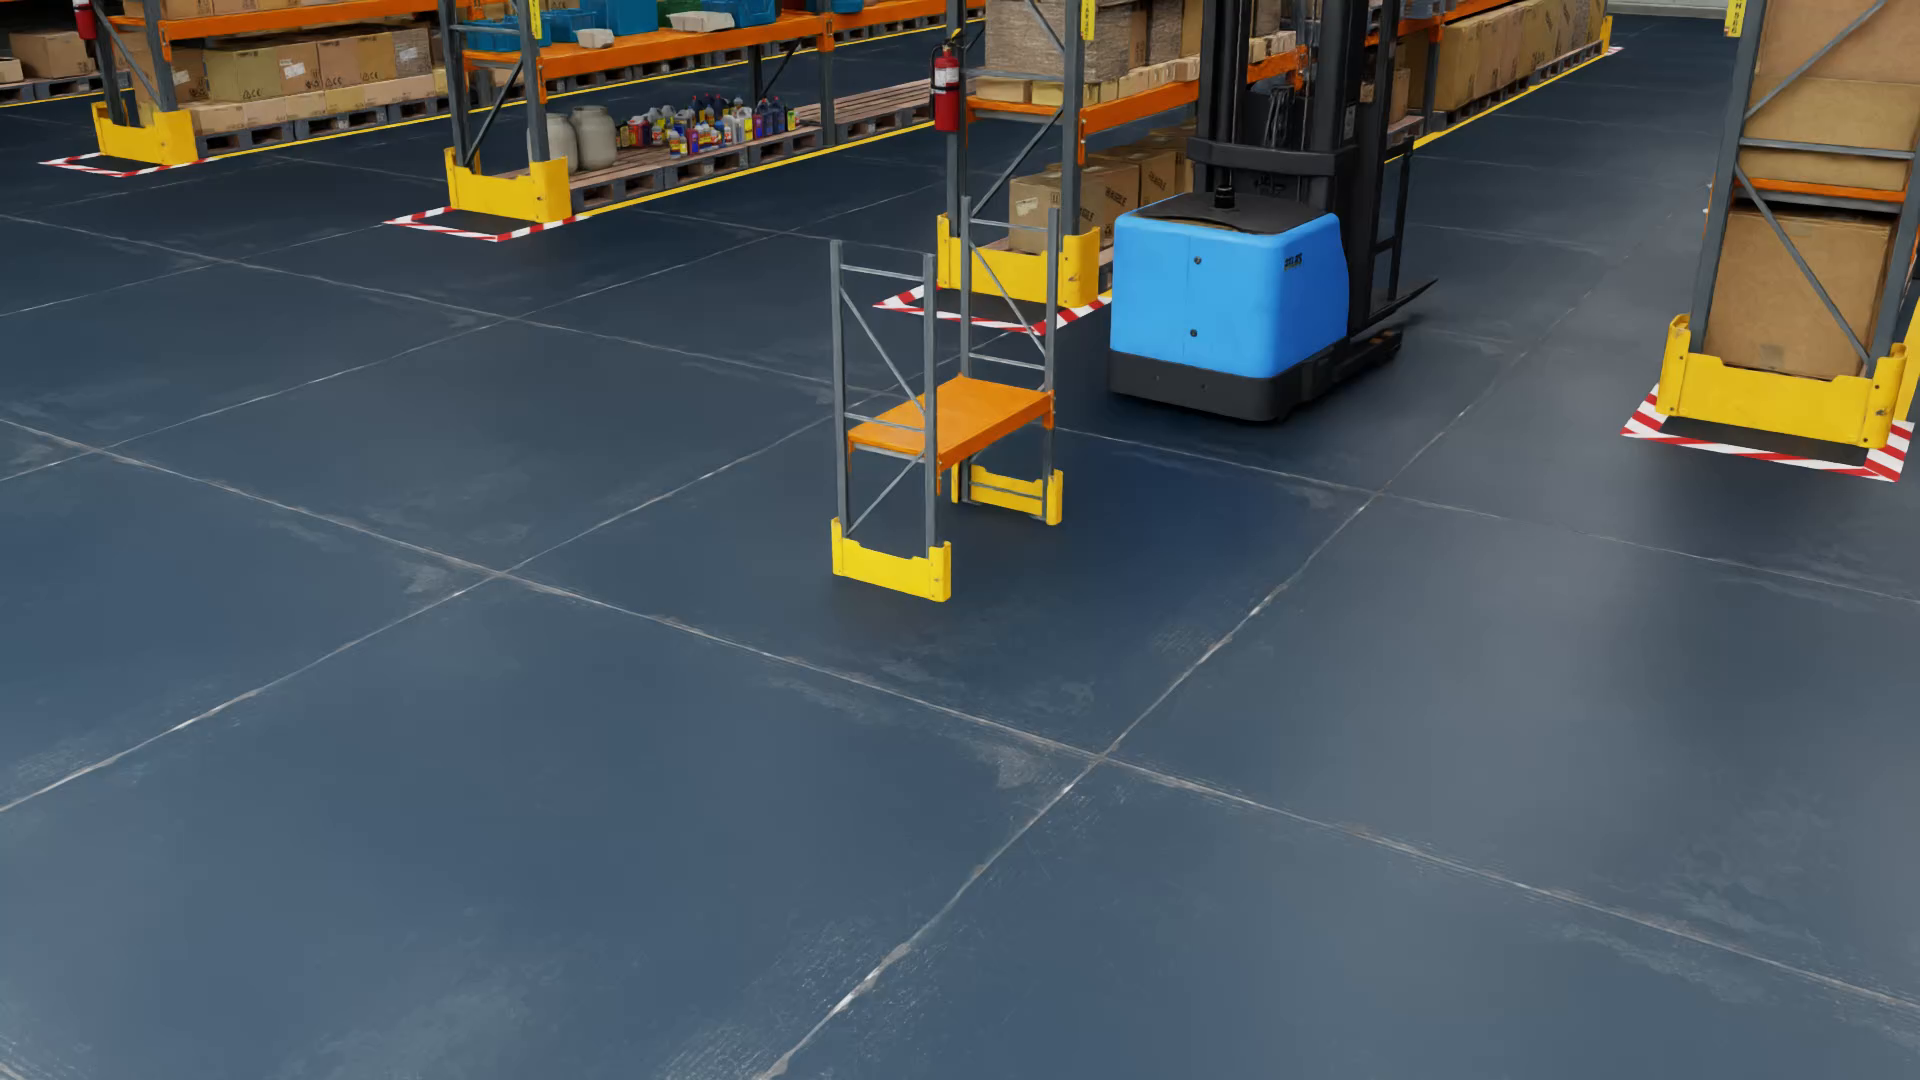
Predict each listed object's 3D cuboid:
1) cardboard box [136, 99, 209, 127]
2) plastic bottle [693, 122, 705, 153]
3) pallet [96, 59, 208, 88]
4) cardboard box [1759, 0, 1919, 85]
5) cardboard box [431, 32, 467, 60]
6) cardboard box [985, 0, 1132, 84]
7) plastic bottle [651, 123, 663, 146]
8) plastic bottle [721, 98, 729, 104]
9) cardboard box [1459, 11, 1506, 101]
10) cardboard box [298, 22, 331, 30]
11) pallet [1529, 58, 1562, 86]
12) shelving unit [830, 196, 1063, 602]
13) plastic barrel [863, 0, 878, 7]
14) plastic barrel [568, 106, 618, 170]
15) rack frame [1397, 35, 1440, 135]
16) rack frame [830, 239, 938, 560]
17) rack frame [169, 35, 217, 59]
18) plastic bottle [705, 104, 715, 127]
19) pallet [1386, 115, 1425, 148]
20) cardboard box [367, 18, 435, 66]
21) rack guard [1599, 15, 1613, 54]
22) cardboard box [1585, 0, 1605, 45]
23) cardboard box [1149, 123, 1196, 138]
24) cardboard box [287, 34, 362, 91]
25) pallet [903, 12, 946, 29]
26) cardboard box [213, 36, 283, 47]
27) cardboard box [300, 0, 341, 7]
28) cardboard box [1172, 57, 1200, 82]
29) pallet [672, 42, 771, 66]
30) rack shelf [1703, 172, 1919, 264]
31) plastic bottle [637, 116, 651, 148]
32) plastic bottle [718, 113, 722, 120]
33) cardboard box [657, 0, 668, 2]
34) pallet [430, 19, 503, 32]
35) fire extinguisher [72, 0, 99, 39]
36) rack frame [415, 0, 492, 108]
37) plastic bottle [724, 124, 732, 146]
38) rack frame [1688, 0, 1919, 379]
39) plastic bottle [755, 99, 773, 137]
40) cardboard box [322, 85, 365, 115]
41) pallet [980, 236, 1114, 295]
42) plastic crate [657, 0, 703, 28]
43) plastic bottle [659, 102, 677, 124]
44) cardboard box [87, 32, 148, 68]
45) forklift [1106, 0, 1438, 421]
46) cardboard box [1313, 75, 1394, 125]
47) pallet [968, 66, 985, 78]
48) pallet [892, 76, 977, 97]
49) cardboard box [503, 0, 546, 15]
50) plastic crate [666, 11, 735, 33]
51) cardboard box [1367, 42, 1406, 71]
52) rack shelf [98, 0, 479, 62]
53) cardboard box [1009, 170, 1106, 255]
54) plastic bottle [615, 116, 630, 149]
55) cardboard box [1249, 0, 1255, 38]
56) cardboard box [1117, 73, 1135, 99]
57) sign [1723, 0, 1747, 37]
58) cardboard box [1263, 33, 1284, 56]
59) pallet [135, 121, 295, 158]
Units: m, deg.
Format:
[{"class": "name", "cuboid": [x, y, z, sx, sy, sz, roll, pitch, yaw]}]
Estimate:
[{"class": "cardboard box", "cuboid": [-8.020, -4.366, 16.991, 0.500, 0.250, 0.500, 14, 27, 29]}, {"class": "plastic bottle", "cuboid": [-2.444, -3.765, 15.551, 0.097, 0.271, 0.097, 0, 23, 0]}, {"class": "pallet", "cuboid": [-10.476, -6.065, 21.494, 1.003, 0.211, 1.213, 14, 27, 29]}, {"class": "cardboard box", "cuboid": [4.751, -2.723, 8.715, 0.875, 0.550, 0.550, 14, 27, 29]}, {"class": "cardboard box", "cuboid": [-5.972, -5.927, 19.892, 0.500, 0.311, 0.500, 14, 27, 29]}, {"class": "cardboard box", "cuboid": [0.676, -3.477, 11.505, 0.875, 0.500, 0.500, 14, 27, 29]}, {"class": "plastic bottle", "cuboid": [-2.904, -3.888, 15.925, 0.097, 0.201, 0.097, 0, 23, 0]}, {"class": "plastic bottle", "cuboid": [-2.423, -4.324, 16.837, 0.152, 0.276, 0.135, 15, 28, 31]}, {"class": "cardboard box", "cuboid": [5.441, -5.560, 18.964, 1.225, 0.875, 0.875, 14, 27, 29]}, {"class": "cardboard box", "cuboid": [-9.245, -7.234, 23.277, 0.700, 0.500, 0.500, 14, 27, 30]}, {"class": "pallet", "cuboid": [7.160, -6.125, 21.634, 1.003, 0.211, 1.213, 14, 27, 29]}, {"class": "shelving unit", "cuboid": [-0.040, -0.663, 7.393, 0.587, 1.500, 1.083, 14, 27, 29]}, {"class": "plastic barrel", "cuboid": [-1.045, -5.842, 17.298, 0.433, 0.535, 0.433, 0, 23, 0]}, {"class": "plastic barrel", "cuboid": [-3.299, -3.611, 14.918, 0.421, 0.512, 0.421, 0, 23, 0]}, {"class": "rack frame", "cuboid": [4.582, -5.815, 17.406, 1.000, 3.000, 0.127, 14, 27, 29]}, {"class": "rack frame", "cuboid": [-0.313, -0.488, 6.989, 0.500, 1.500, 0.032, 14, 27, 29]}, {"class": "rack frame", "cuboid": [-10.152, -7.579, 21.481, 1.000, 3.000, 0.127, 14, 27, 29]}, {"class": "plastic bottle", "cuboid": [-2.488, -4.193, 16.540, 0.097, 0.271, 0.097, 0, 23, 0]}, {"class": "pallet", "cuboid": [4.169, -4.272, 17.351, 1.003, 0.211, 1.213, 14, 27, 29]}, {"class": "cardboard box", "cuboid": [-6.452, -5.726, 19.190, 0.500, 0.500, 0.500, 14, 27, 29]}, {"class": "rack guard", "cuboid": [8.815, -7.376, 24.158, 1.175, 0.500, 0.348, 14, 27, 29]}, {"class": "cardboard box", "cuboid": [8.532, -7.500, 23.444, 0.875, 0.875, 0.875, 14, 27, 29]}, {"class": "cardboard box", "cuboid": [1.932, -3.189, 13.958, 0.500, 0.500, 0.500, -18, 29, -36]}, {"class": "cardboard box", "cuboid": [-6.786, -5.107, 17.760, 0.500, 0.500, 0.500, 14, 27, 29]}, {"class": "pallet", "cuboid": [-0.716, -8.607, 27.367, 1.003, 0.211, 1.213, 14, 27, 29]}, {"class": "cardboard box", "cuboid": [-7.507, -5.051, 17.630, 0.500, 0.500, 0.500, 14, 27, 29]}, {"class": "cardboard box", "cuboid": [-6.980, -5.916, 17.513, 0.700, 0.500, 0.500, 15, 27, 31]}, {"class": "cardboard box", "cuboid": [1.589, -3.531, 12.448, 0.380, 0.149, 0.250, 14, 27, 29]}, {"class": "pallet", "cuboid": [-3.406, -6.856, 23.322, 1.003, 0.211, 1.213, 14, 27, 29]}, {"class": "rack shelf", "cuboid": [5.578, -2.386, 10.391, 1.077, 0.370, 4.000, 14, 27, 29]}, {"class": "plastic bottle", "cuboid": [-3.002, -3.877, 15.795, 0.061, 0.283, 0.133, 14, 27, 29]}, {"class": "plastic bottle", "cuboid": [-2.282, -3.974, 16.021, 0.061, 0.283, 0.133, 14, 27, 29]}, {"class": "cardboard box", "cuboid": [-5.451, -9.555, 28.665, 0.700, 0.500, 0.500, 14, 27, 30]}, {"class": "pallet", "cuboid": [-7.562, -7.899, 25.732, 1.003, 0.211, 1.213, 14, 27, 29]}, {"class": "fire extinguisher", "cuboid": [-8.509, -5.214, 16.115, 0.296, 0.674, 0.183, 14, 27, 29]}, {"class": "rack frame", "cuboid": [-5.942, -6.542, 19.086, 1.000, 3.000, 0.127, 14, 27, 29]}, {"class": "plastic bottle", "cuboid": [-2.230, -3.869, 15.880, 0.097, 0.201, 0.097, 0, 23, 0]}, {"class": "rack frame", "cuboid": [4.523, -2.041, 8.689, 1.000, 3.000, 0.127, 14, 27, 29]}, {"class": "plastic bottle", "cuboid": [-1.932, -4.146, 16.333, 0.144, 0.351, 0.185, 12, 26, 26]}, {"class": "cardboard box", "cuboid": [-6.787, -4.763, 17.909, 0.500, 0.250, 0.500, 14, 27, 29]}, {"class": "pallet", "cuboid": [0.861, -2.127, 12.398, 1.003, 0.211, 1.213, 14, 27, 29]}, {"class": "plastic crate", "cuboid": [-2.691, -5.006, 15.805, 0.450, 0.188, 0.662, 14, 27, 29]}, {"class": "plastic bottle", "cuboid": [-2.838, -4.096, 16.217, 0.144, 0.351, 0.185, 14, 27, 29]}, {"class": "cardboard box", "cuboid": [-10.666, -6.275, 21.061, 0.500, 0.500, 0.500, 12, 26, 25]}, {"class": "forklift", "cuboid": [2.106, -2.520, 9.881, 1.130, 2.935, 3.031, 16, 28, 32]}, {"class": "cardboard box", "cuboid": [3.964, -4.449, 16.844, 0.700, 0.500, 0.500, 11, 26, 25]}, {"class": "pallet", "cuboid": [0.755, -5.848, 20.992, 1.003, 0.211, 1.213, 14, 27, 29]}, {"class": "pallet", "cuboid": [-0.067, -5.320, 19.772, 1.003, 0.211, 1.213, 14, 27, 29]}, {"class": "cardboard box", "cuboid": [-7.075, -8.650, 26.133, 0.750, 0.750, 0.750, 14, 27, 29]}, {"class": "plastic crate", "cuboid": [-2.377, -4.780, 15.349, 0.530, 0.136, 0.437, 14, 27, 29]}, {"class": "cardboard box", "cuboid": [4.254, -4.981, 17.129, 0.500, 0.250, 0.500, 15, 28, 31]}, {"class": "rack shelf", "cuboid": [-6.997, -5.537, 17.669, 1.077, 0.370, 4.000, 14, 27, 29]}, {"class": "cardboard box", "cuboid": [0.706, -2.367, 12.061, 0.500, 0.500, 0.500, 20, 30, 38]}, {"class": "plastic bottle", "cuboid": [-3.203, -3.863, 15.763, 0.061, 0.283, 0.133, 15, 27, 30]}, {"class": "cardboard box", "cuboid": [1.889, -4.347, 13.515, 0.875, 0.500, 0.500, 14, 27, 29]}, {"class": "cardboard box", "cuboid": [1.008, -3.207, 11.699, 0.380, 0.149, 0.250, 14, 27, 29]}, {"class": "sign", "cuboid": [4.069, -2.800, 8.685, 0.100, 0.325, 0.005, 14, 27, 29]}, {"class": "cardboard box", "cuboid": [2.469, -4.133, 13.837, 0.380, 0.149, 0.250, 14, 27, 29]}, {"class": "pallet", "cuboid": [-7.684, -4.179, 17.138, 1.003, 0.211, 1.213, 14, 27, 29]}]
